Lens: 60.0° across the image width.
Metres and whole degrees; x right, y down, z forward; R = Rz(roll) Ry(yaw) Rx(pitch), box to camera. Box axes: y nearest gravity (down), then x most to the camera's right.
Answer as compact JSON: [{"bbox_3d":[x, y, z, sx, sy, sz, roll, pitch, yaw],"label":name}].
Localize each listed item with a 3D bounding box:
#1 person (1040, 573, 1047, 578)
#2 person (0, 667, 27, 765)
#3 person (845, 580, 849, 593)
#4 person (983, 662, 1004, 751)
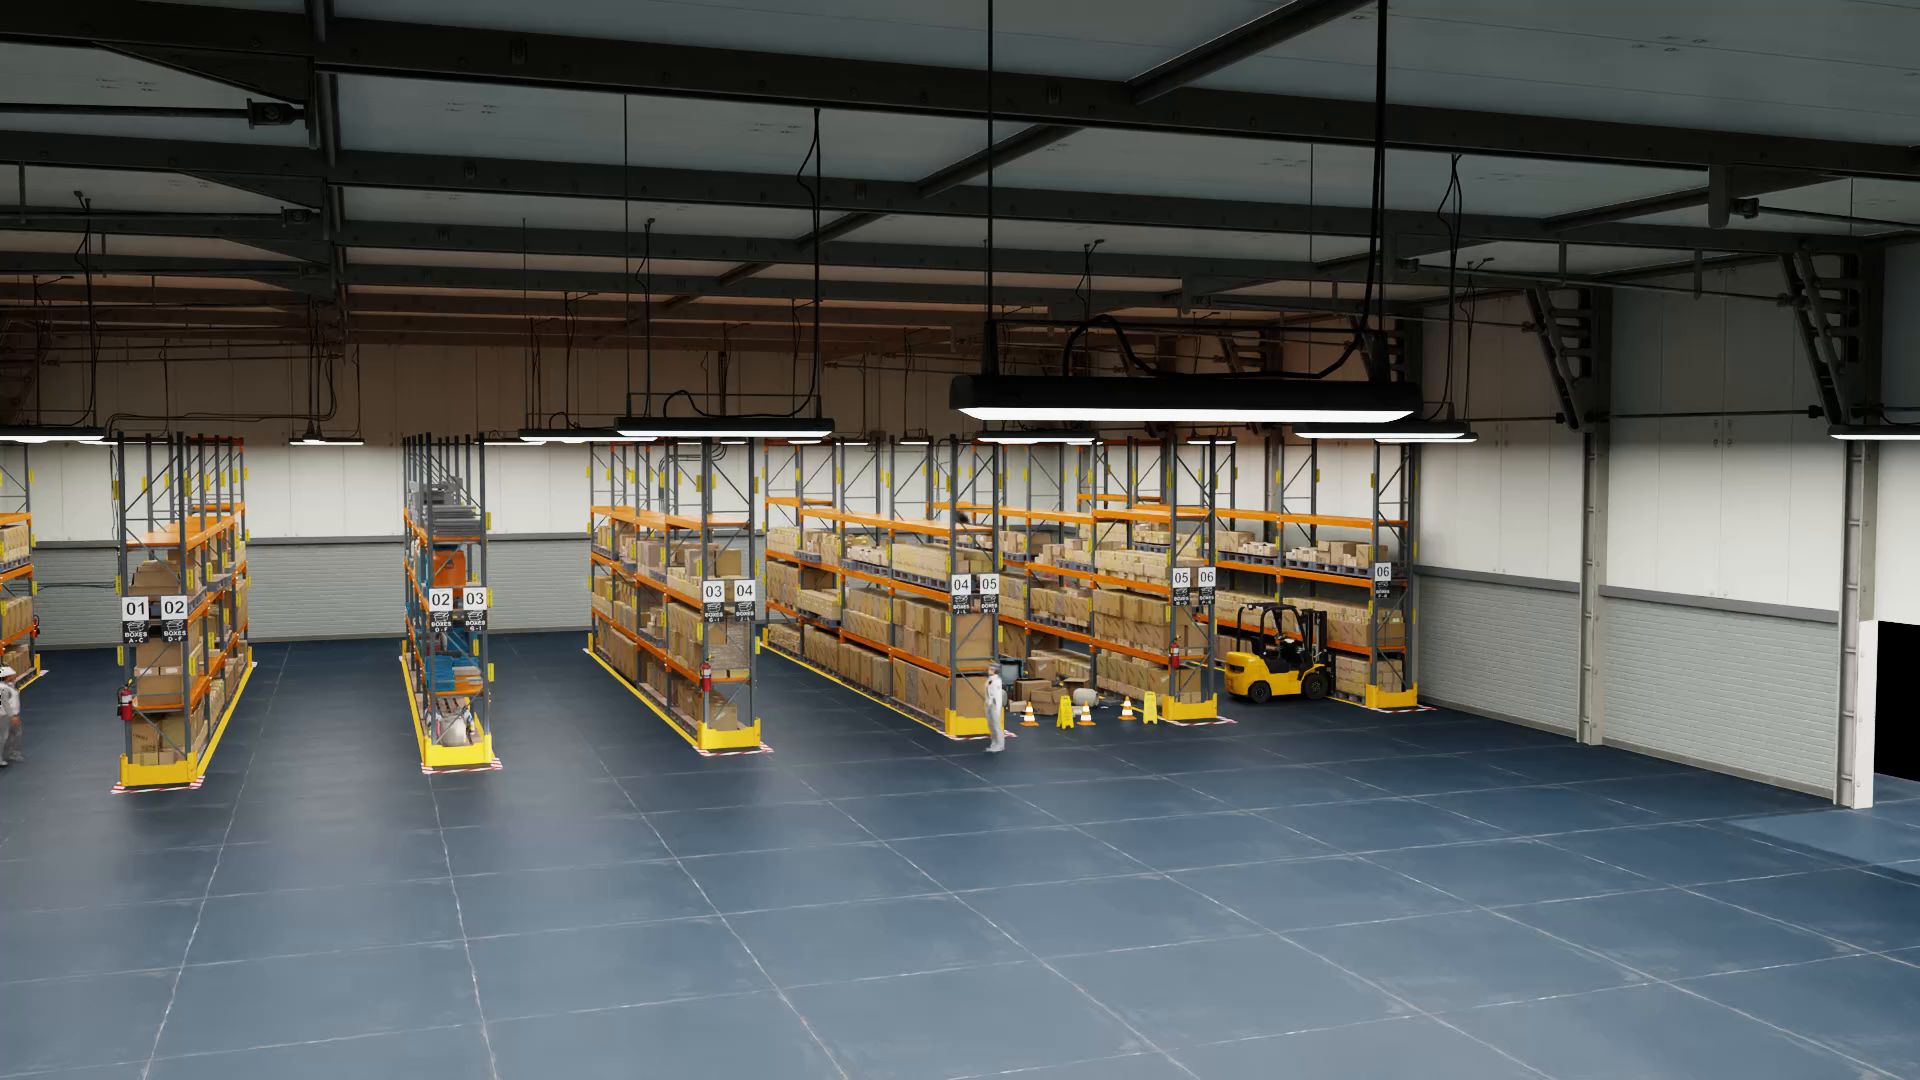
[{"bbox_3d":[2.365,1.889,49.669,0.513,1.805,0.622,3,4,38],"label":"person"},{"bbox_3d":[-17.241,3.191,30.160,0.496,1.813,0.683,-1,3,-13],"label":"person"},{"bbox_3d":[-3.197,2.011,47.672,0.615,1.777,0.533,2,4,36],"label":"person"},{"bbox_3d":[0.622,3.155,31.353,0.379,1.722,0.589,-1,3,-25],"label":"person"}]
